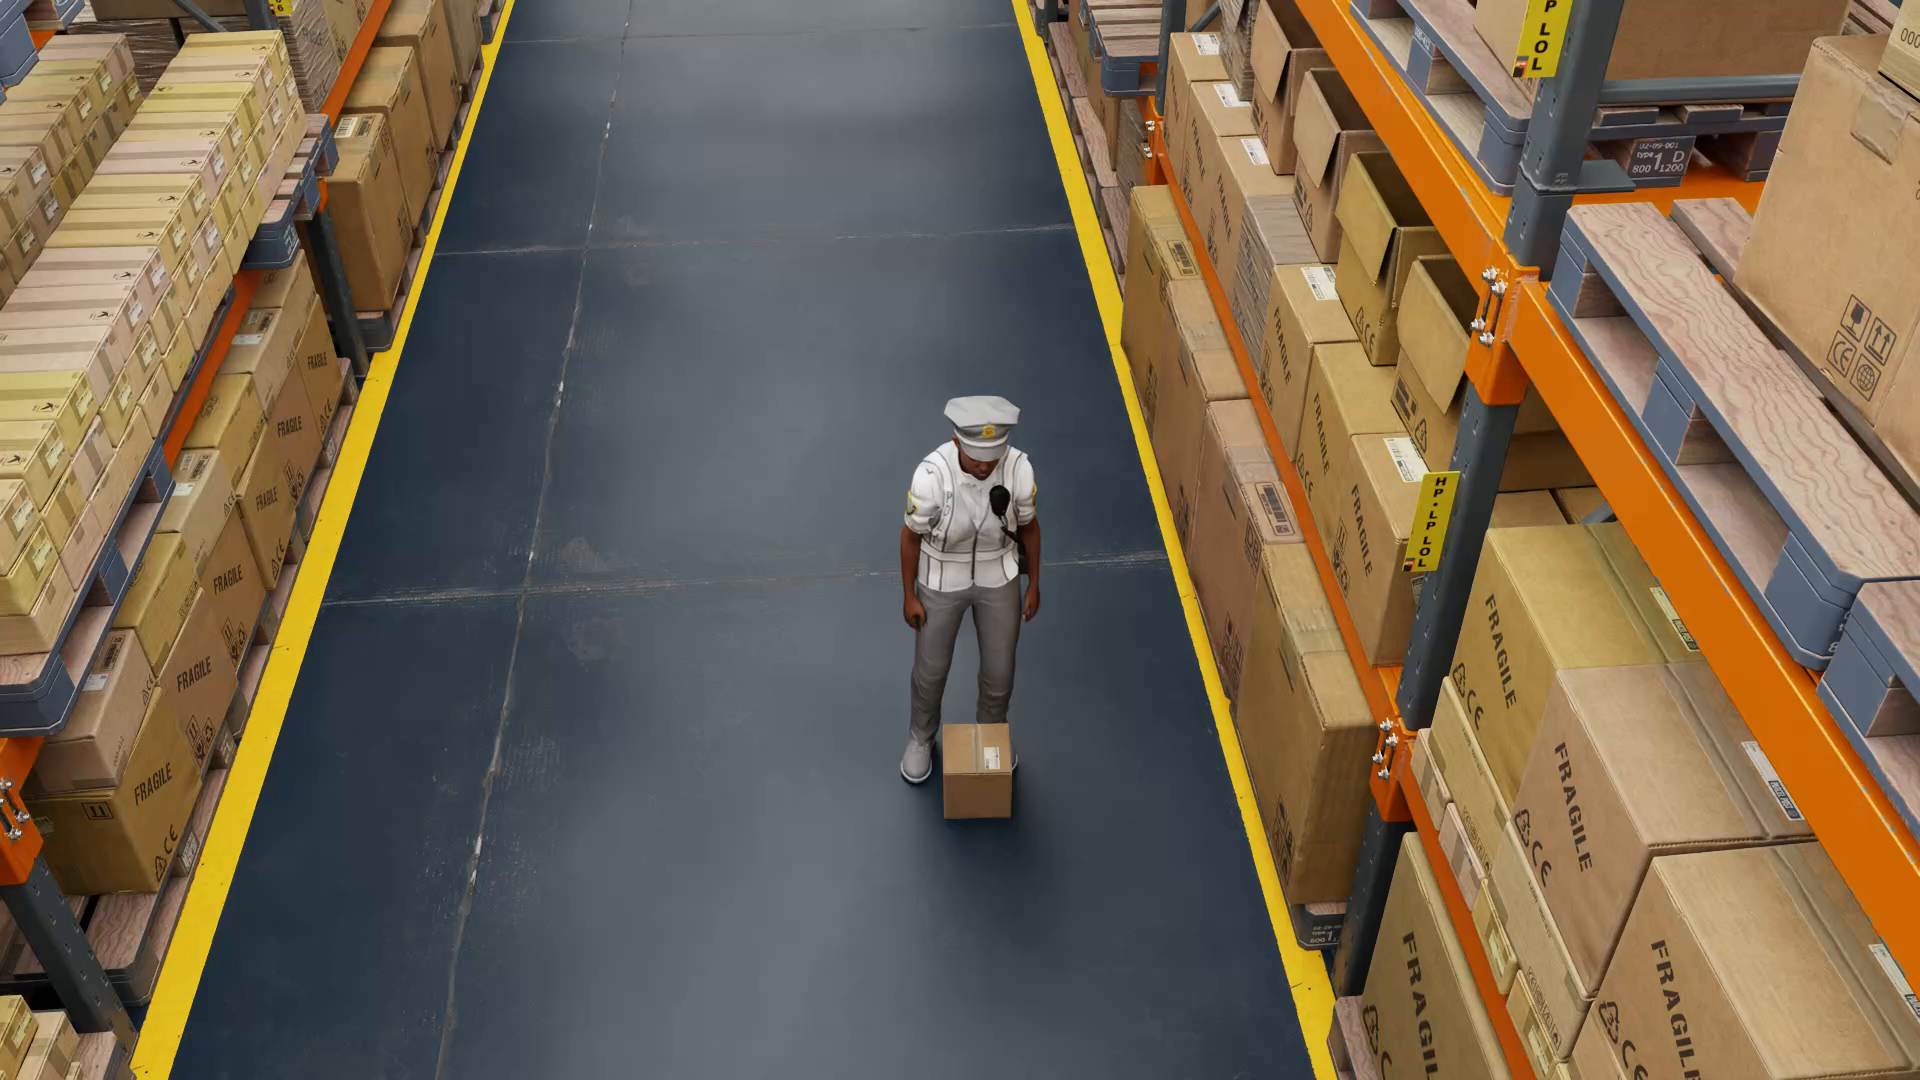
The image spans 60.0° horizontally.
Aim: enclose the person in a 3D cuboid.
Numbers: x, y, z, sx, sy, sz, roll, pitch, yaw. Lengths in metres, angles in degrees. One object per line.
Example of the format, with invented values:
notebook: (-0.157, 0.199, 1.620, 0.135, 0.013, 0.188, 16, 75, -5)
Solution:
person: (0.026, 0.169, 5.946, 0.532, 1.664, 0.391, -5, 40, -6)
